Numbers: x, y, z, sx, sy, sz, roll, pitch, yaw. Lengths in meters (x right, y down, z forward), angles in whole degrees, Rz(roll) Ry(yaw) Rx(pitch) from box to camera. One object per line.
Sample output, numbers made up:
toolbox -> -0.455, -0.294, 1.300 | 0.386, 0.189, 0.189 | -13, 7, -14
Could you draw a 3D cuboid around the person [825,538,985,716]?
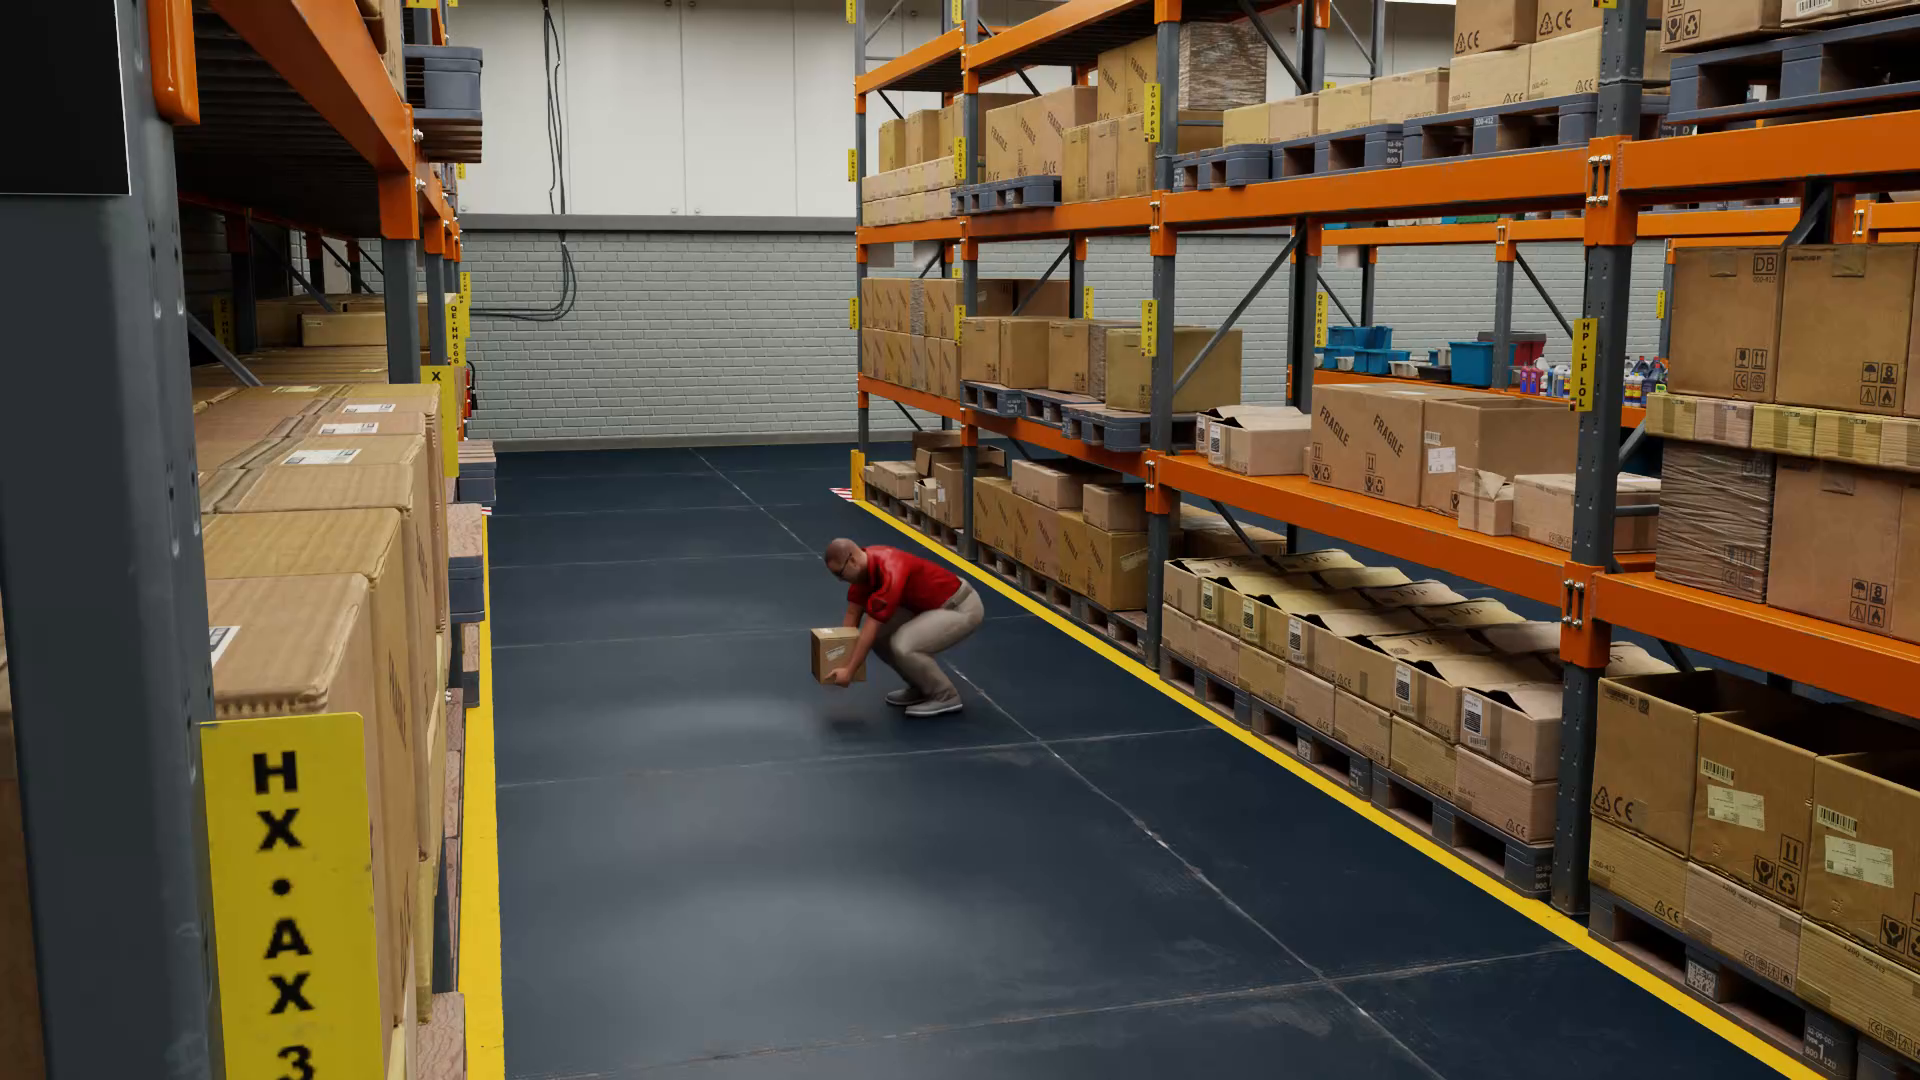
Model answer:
person -> -0.318, 0.453, 9.018 | 0.905, 0.974, 0.524 | -3, 10, -18
